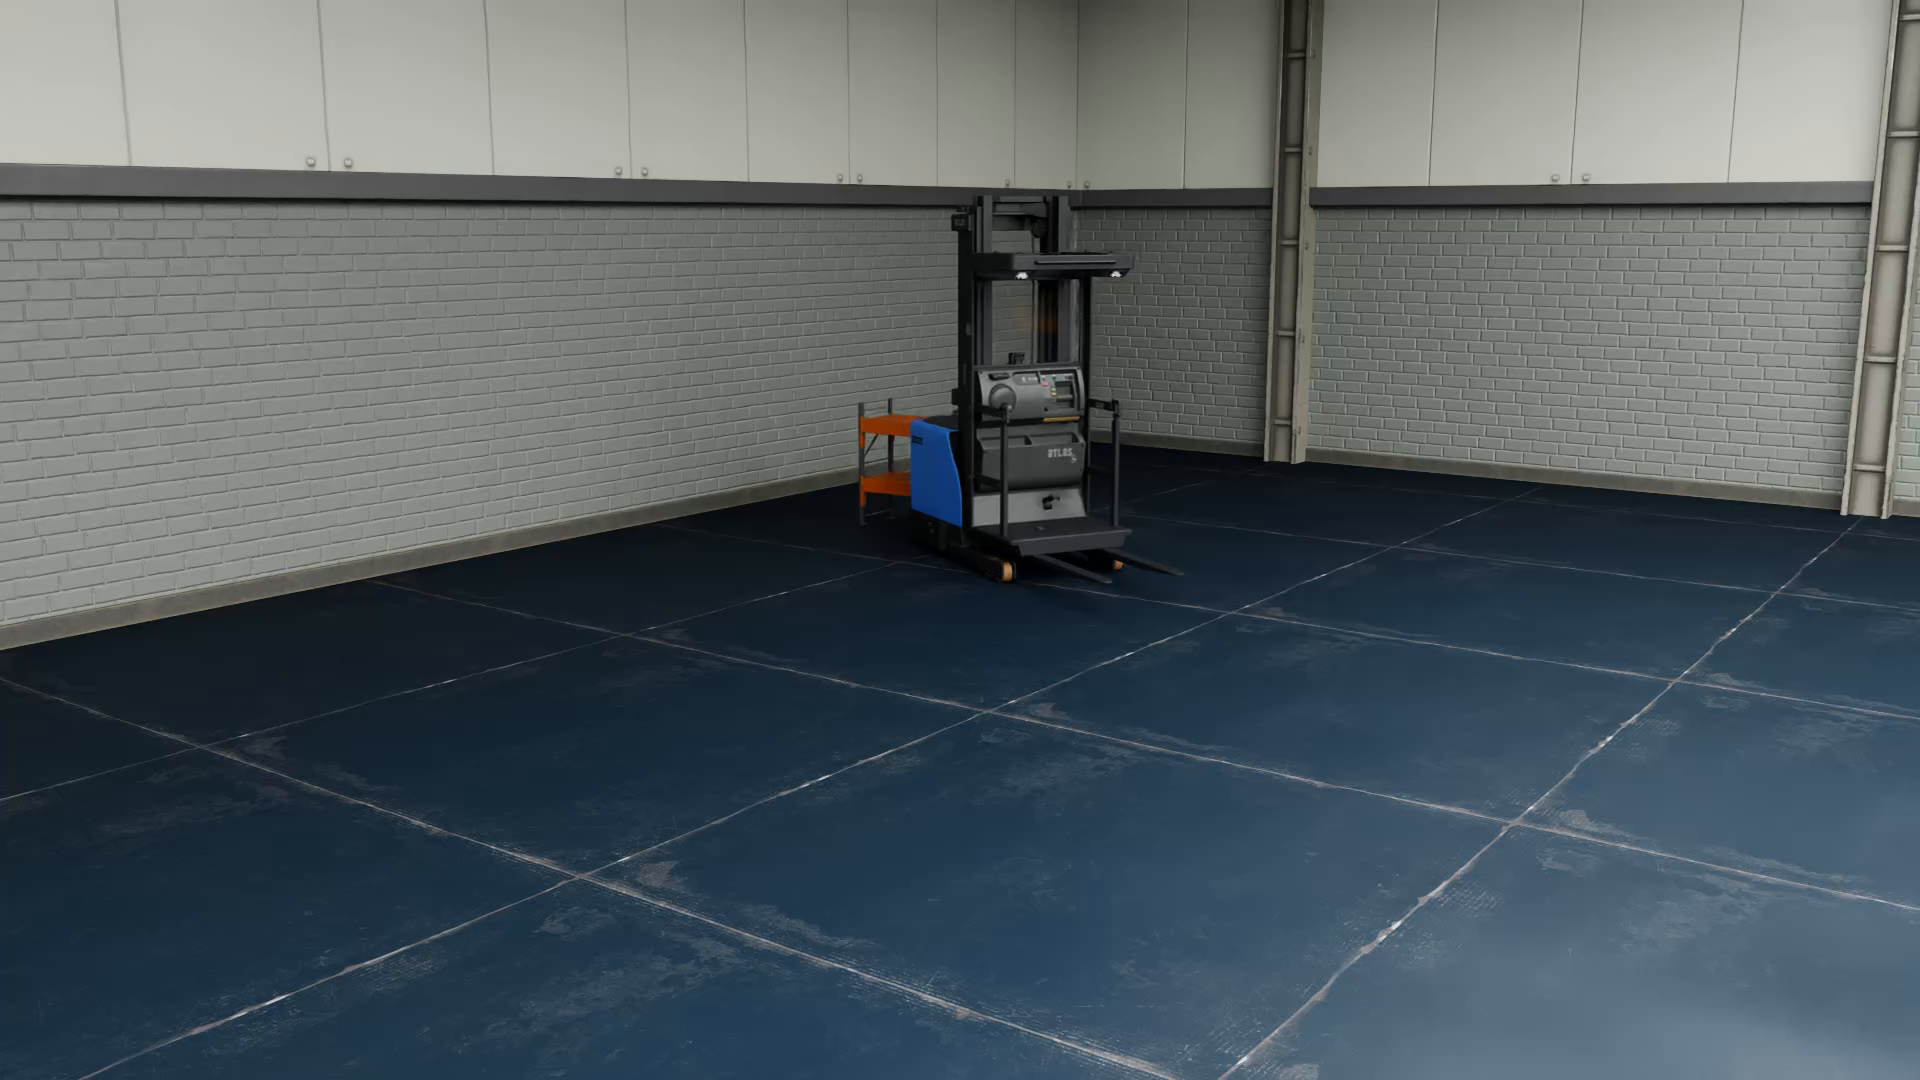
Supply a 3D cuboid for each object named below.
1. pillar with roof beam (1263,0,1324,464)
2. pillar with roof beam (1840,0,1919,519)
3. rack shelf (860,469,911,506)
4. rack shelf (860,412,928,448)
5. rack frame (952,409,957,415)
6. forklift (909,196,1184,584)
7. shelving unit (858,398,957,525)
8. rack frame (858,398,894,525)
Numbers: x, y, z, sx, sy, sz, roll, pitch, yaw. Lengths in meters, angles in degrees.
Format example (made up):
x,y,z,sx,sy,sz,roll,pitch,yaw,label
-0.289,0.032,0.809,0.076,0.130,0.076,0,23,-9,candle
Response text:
x,y,z,sx,sy,sz,roll,pitch,yaw,label
1.216,-4.676,15.010,0.400,9.000,9.100,8,13,36,pillar with roof beam
6.052,-4.002,11.524,0.400,9.000,9.100,8,13,36,pillar with roof beam
-0.347,-0.435,15.102,1.000,0.278,0.538,7,13,33,rack shelf
-0.347,-0.962,14.999,1.000,0.278,0.538,7,13,33,rack shelf
0.078,-0.621,14.781,0.032,1.125,0.500,7,13,33,rack frame
0.664,-1.204,13.034,1.130,2.935,3.031,-5,12,-26,forklift
-0.347,-0.675,15.055,1.048,1.125,0.538,7,13,33,shelving unit
-0.771,-0.728,15.330,0.032,1.125,0.500,7,13,33,rack frame
